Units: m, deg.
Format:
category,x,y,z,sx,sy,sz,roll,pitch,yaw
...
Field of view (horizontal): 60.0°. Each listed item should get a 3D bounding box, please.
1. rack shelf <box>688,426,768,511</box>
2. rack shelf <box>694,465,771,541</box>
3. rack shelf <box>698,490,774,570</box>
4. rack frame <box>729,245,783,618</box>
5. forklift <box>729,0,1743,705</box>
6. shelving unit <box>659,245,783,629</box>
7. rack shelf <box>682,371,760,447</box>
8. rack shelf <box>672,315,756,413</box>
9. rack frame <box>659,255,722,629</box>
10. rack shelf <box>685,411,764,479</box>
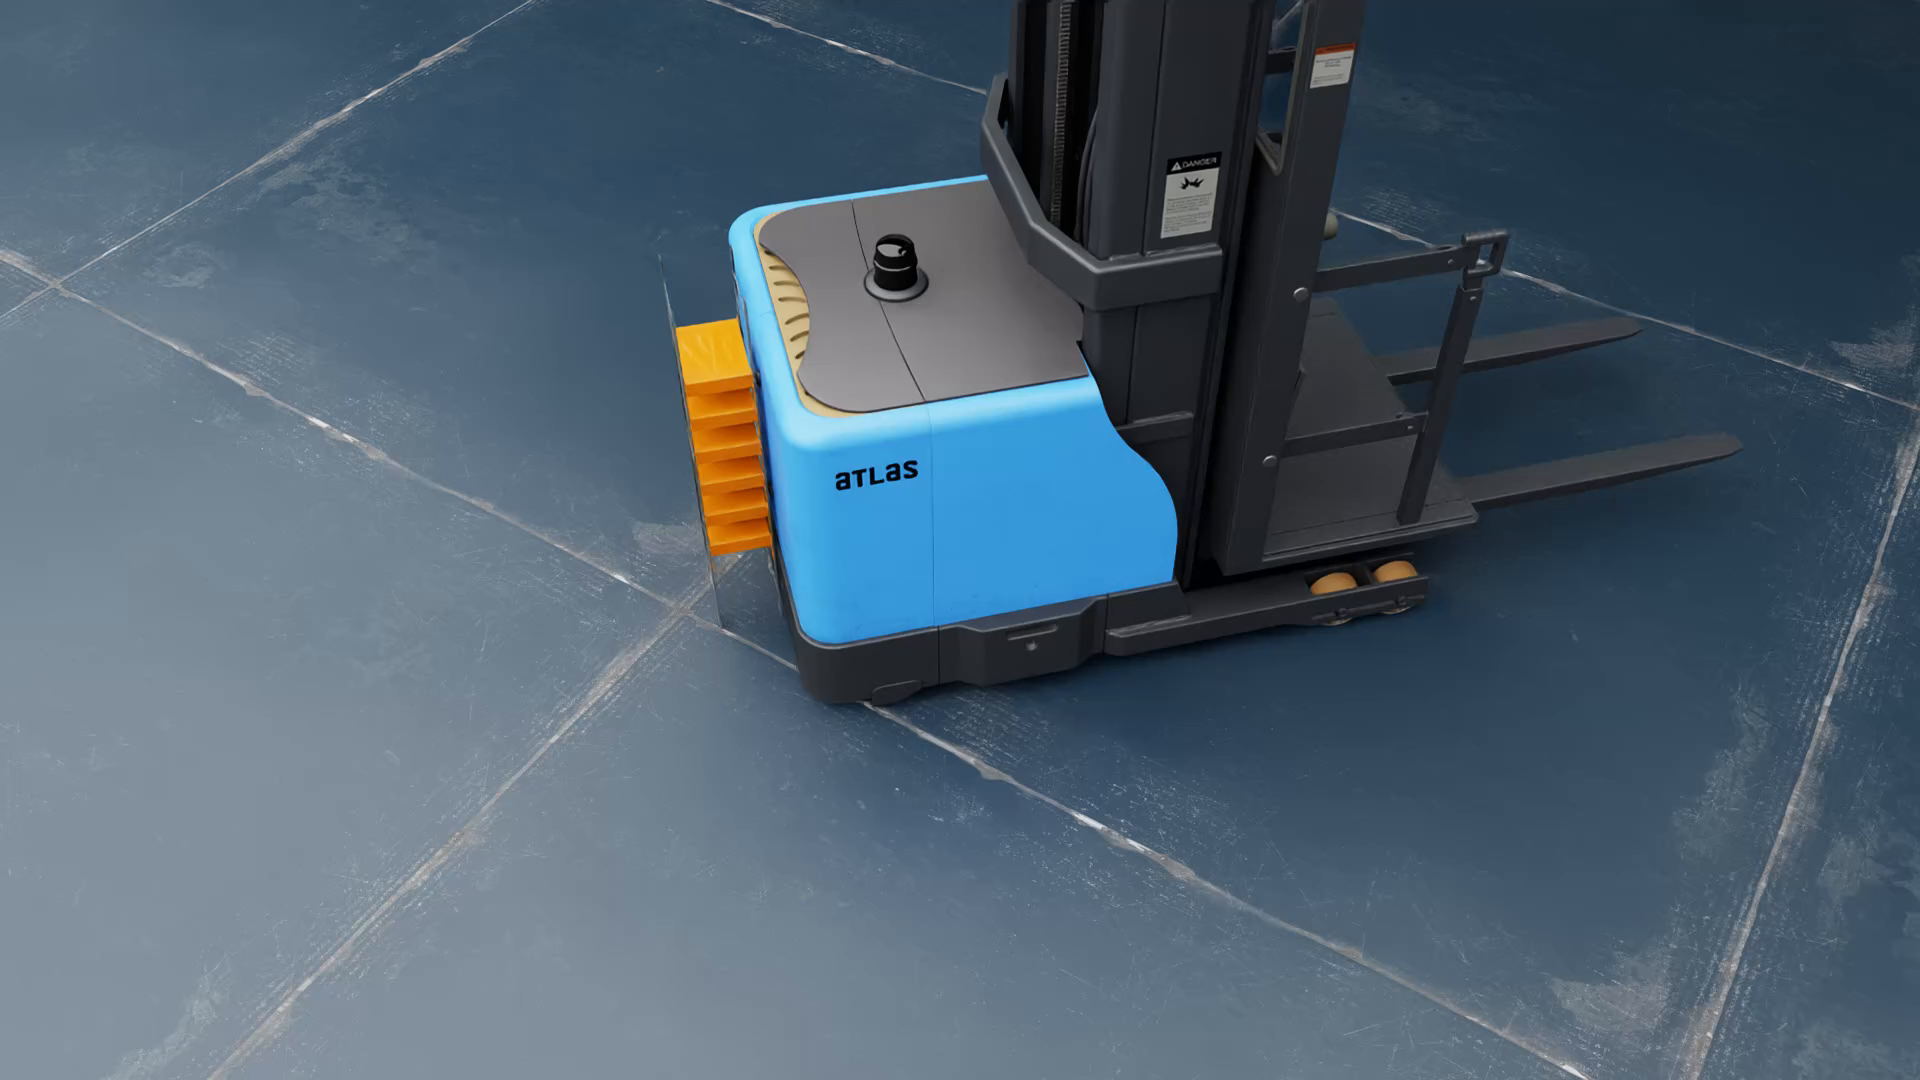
category,x,y,z,sx,sy,sz,roll,pitch,yaw
rack shelf,-0.656,-0.219,4.688,0.180,0.103,0.258,-10,47,-10
rack shelf,-0.656,-0.135,4.774,0.180,0.103,0.258,-10,47,-10
rack shelf,-0.656,-0.051,4.860,0.180,0.103,0.258,-10,47,-10
rack frame,-0.567,-0.266,4.672,0.006,1.200,0.240,-10,47,-10
forklift,0.914,-1.123,4.298,3.031,2.935,1.130,-10,47,-10
shelving unit,-0.656,-0.250,4.656,0.189,1.200,0.258,-10,47,-10
rack shelf,-0.656,-0.386,4.516,0.180,0.103,0.258,-10,47,-10
rack shelf,-0.656,-0.469,4.430,0.180,0.103,0.258,-10,47,-10
rack frame,-0.745,-0.233,4.640,0.006,1.200,0.240,-10,47,-10
rack shelf,-0.656,-0.302,4.602,0.180,0.103,0.258,-10,47,-10
